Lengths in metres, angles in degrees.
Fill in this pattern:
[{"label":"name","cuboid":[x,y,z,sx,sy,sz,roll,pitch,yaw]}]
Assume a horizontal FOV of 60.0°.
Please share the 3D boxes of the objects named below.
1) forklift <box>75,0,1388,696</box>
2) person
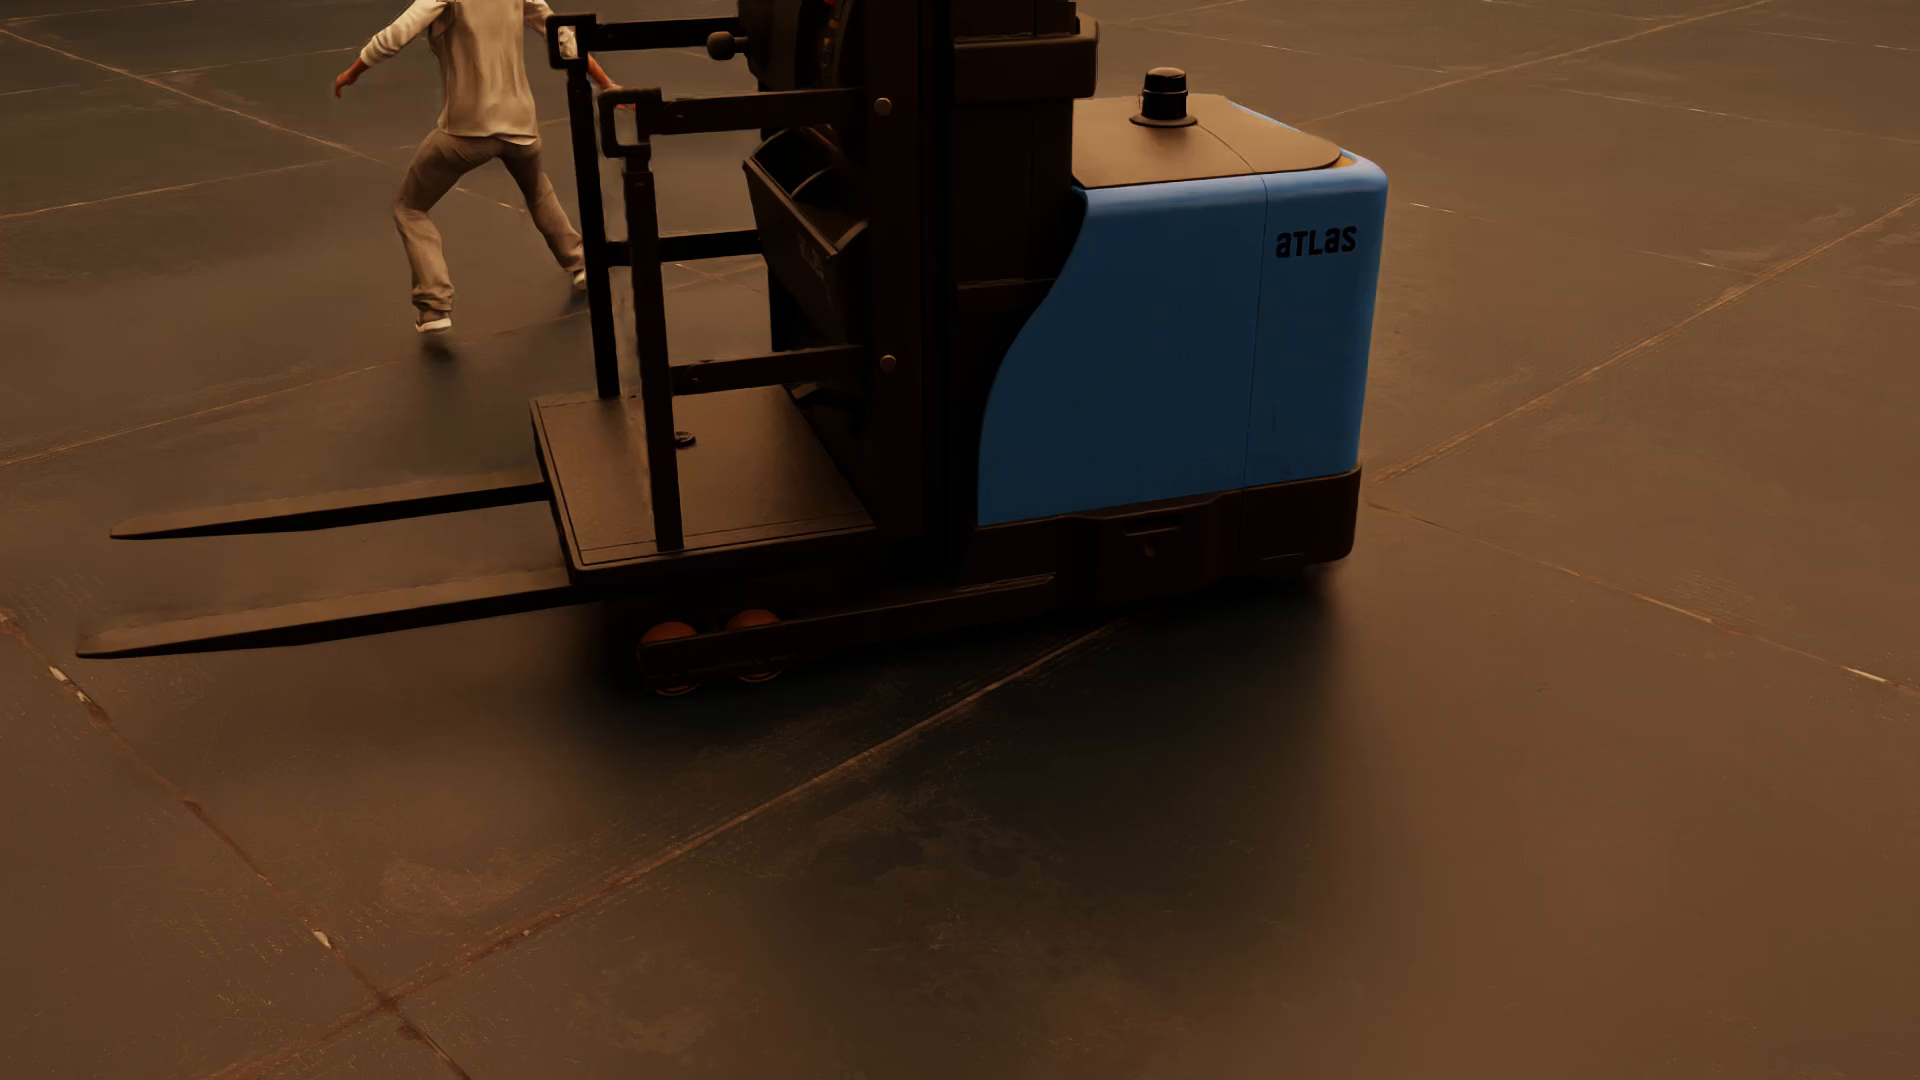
[{"label":"forklift","cuboid":[-0.549,-1.219,3.700,3.031,2.935,1.130,-8,27,-16]},{"label":"person","cuboid":[-1.671,-1.456,5.983,0.957,1.520,0.508,-23,34,-39]}]
